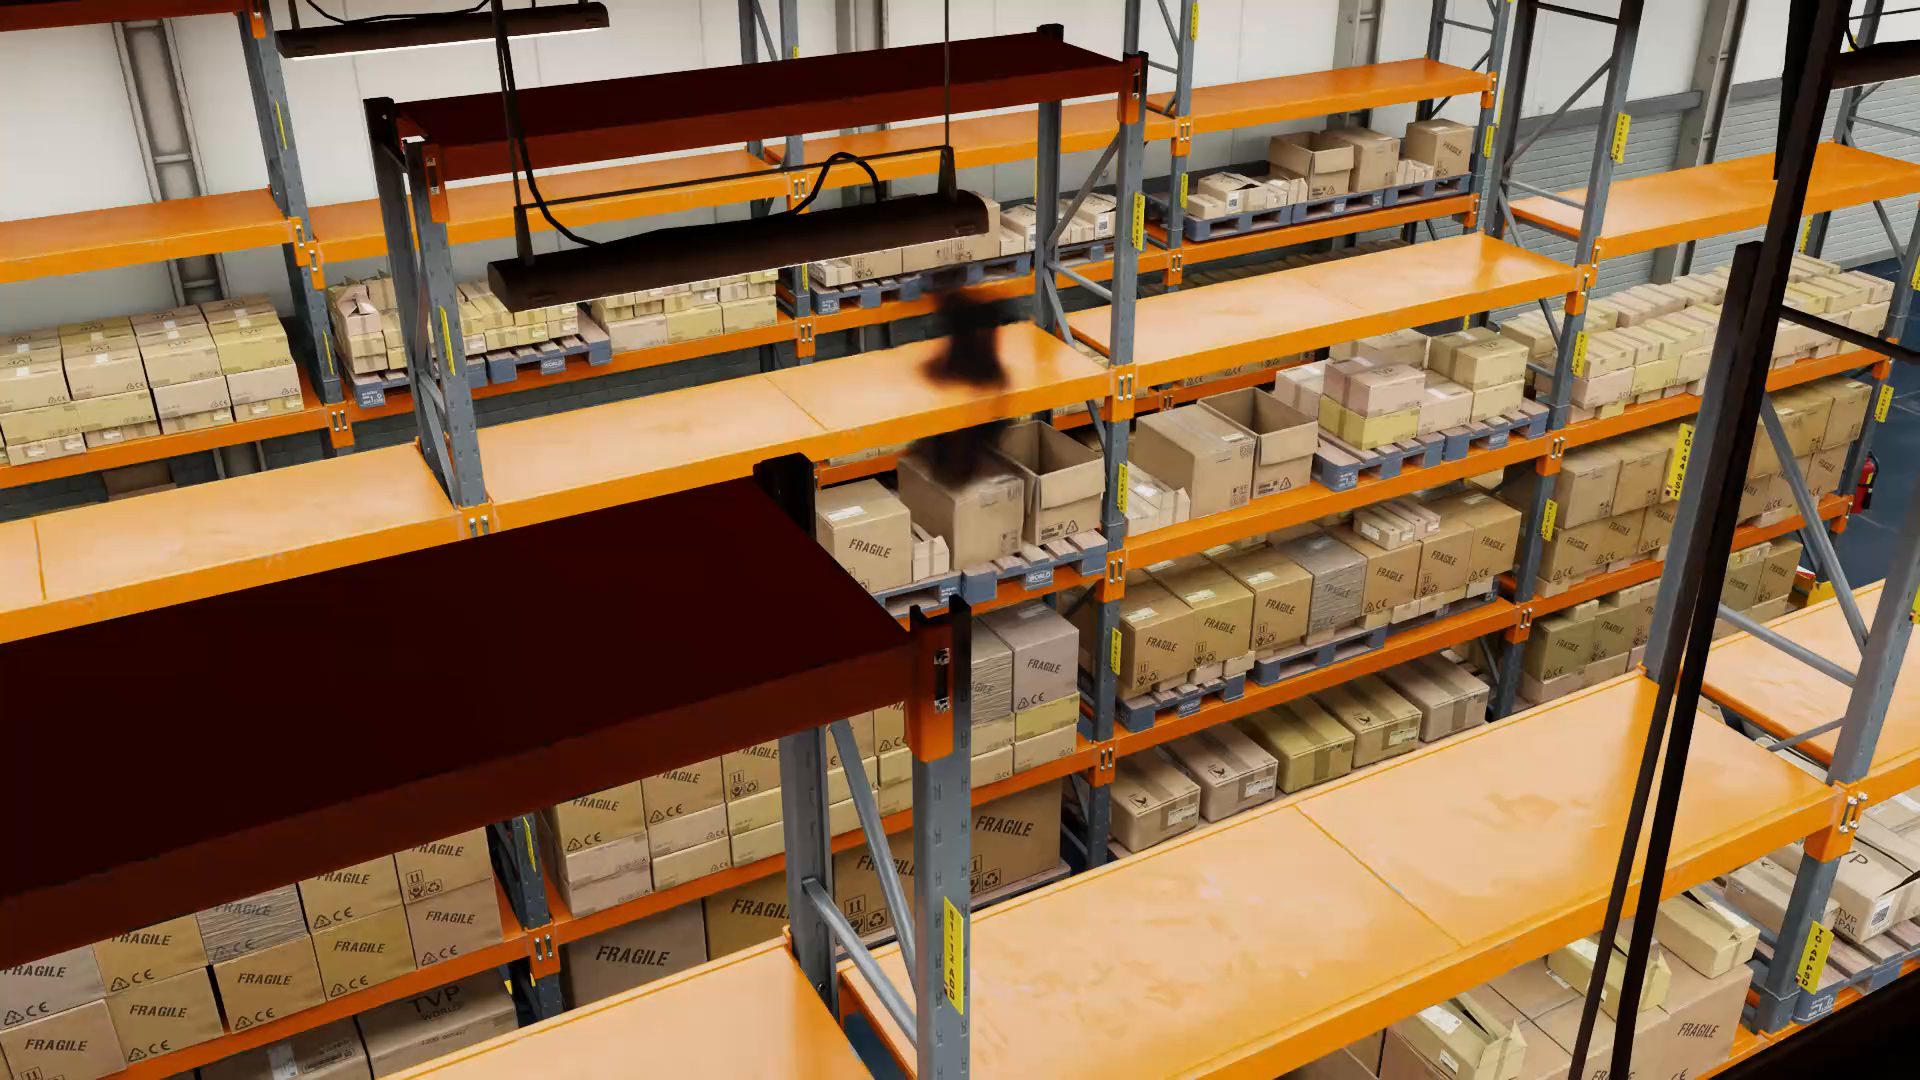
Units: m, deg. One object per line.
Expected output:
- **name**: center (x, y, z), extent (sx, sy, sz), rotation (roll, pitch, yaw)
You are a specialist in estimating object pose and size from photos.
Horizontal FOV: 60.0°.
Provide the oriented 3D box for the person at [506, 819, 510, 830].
- **person**: center (-3.571, 1.678, 12.060), extent (0.711, 1.676, 0.563), rotation (24, 36, 37)
